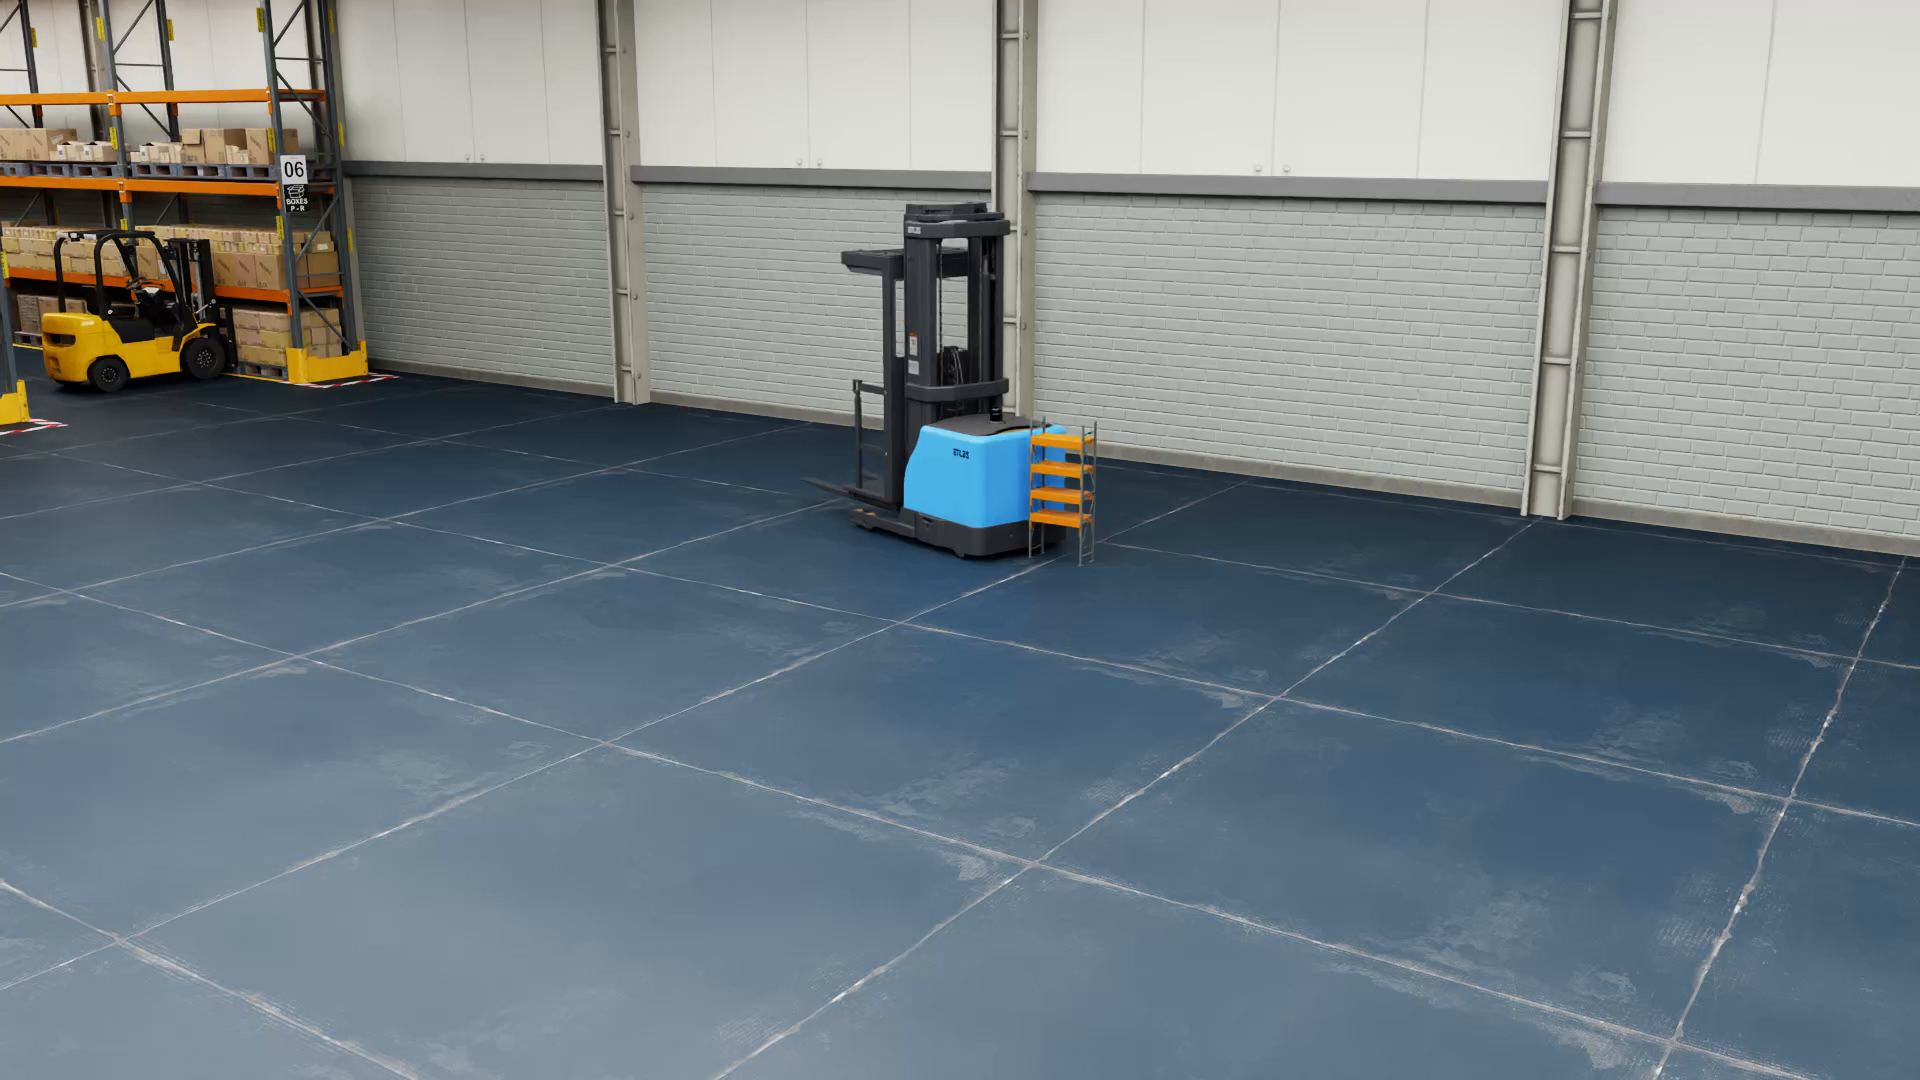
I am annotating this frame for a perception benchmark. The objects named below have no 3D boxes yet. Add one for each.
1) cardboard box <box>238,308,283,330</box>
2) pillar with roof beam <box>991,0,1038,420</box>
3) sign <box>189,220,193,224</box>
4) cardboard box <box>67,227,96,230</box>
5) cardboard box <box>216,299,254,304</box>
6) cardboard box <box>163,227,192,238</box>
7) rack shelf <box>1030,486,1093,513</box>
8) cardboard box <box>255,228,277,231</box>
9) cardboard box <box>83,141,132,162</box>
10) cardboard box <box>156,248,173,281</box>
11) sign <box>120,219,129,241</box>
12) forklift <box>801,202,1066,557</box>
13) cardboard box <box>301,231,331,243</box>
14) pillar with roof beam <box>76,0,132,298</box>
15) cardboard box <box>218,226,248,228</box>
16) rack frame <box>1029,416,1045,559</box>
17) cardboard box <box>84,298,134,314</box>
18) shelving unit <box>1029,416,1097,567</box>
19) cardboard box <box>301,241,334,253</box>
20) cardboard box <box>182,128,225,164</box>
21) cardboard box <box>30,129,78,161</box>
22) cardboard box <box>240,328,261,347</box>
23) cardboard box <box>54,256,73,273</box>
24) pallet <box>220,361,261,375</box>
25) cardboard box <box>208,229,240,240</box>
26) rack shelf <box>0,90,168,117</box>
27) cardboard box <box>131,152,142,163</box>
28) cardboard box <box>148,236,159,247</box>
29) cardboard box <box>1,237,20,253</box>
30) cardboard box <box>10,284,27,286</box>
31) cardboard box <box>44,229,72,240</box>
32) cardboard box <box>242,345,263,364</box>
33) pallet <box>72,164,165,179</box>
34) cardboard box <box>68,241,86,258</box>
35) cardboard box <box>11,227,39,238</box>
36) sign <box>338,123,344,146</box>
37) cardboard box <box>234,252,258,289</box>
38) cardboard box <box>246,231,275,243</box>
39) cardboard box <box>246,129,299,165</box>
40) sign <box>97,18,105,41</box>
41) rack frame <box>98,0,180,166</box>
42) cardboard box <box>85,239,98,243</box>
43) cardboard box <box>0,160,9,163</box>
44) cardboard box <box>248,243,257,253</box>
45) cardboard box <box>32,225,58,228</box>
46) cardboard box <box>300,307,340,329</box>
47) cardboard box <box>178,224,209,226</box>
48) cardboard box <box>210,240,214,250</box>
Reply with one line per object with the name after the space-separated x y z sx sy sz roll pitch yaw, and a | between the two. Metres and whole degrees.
-10.273 -3.262 24.526 0.500 0.250 0.500 10 17 34 | cardboard box
-1.810 -4.558 14.510 0.400 9.000 9.100 9 17 33 | pillar with roof beam
-12.300 -4.947 26.598 0.005 0.325 0.100 9 17 33 | sign
-14.668 -5.144 27.805 0.250 0.149 0.380 9 17 32 | cardboard box
-11.251 -3.569 25.765 0.500 0.250 0.500 9 17 33 | cardboard box
-11.869 -4.679 25.304 0.250 0.149 0.380 10 17 34 | cardboard box
0.861 -0.347 14.009 0.480 0.148 0.258 8 16 31 | rack shelf
-10.304 -4.577 24.894 0.250 0.149 0.380 10 17 35 | cardboard box
-13.345 -6.091 26.047 0.500 0.311 0.500 9 16 31 | cardboard box
-11.945 -4.248 25.532 0.500 0.500 0.500 10 17 34 | cardboard box
-12.903 -4.791 25.691 0.005 0.325 0.100 9 17 33 | sign
-0.372 -1.574 15.081 1.130 2.935 3.031 -11 17 -37 | forklift
-9.449 -4.436 24.325 0.250 0.149 0.380 9 16 32 | cardboard box
-16.745 -6.972 24.261 0.400 9.000 9.100 9 17 33 | pillar with roof beam
-11.130 -4.724 25.488 0.250 0.149 0.380 9 16 32 | cardboard box
0.654 -0.443 14.118 0.015 1.200 0.240 8 16 31 | rack frame
-13.687 -3.602 27.198 0.625 0.625 0.875 9 17 32 | cardboard box
0.861 -0.413 13.993 0.503 1.200 0.258 8 16 31 | shelving unit
-9.426 -4.301 24.399 0.250 0.149 0.380 9 16 31 | cardboard box
-11.051 -5.853 24.688 0.637 0.503 0.797 10 17 35 | cardboard box
-14.618 -6.388 26.855 0.500 0.500 0.500 10 17 34 | cardboard box
-10.278 -3.025 24.608 0.500 0.250 0.500 9 17 32 | cardboard box
-14.421 -4.527 27.179 0.500 0.250 0.500 10 17 35 | cardboard box
-10.956 -2.745 25.473 1.213 0.211 1.003 9 17 33 | pallet
-10.980 -4.559 24.821 0.250 0.149 0.380 9 17 34 | cardboard box
-14.268 -7.014 26.760 4.000 0.370 1.077 9 17 33 | rack shelf
-12.406 -5.843 25.383 0.250 0.149 0.380 10 17 34 | cardboard box
-12.275 -4.611 25.650 0.250 0.149 0.380 10 17 34 | cardboard box
-15.710 -4.970 27.931 0.500 0.250 0.500 9 17 33 | cardboard box
-16.817 -4.464 29.593 0.250 0.149 0.380 8 16 30 | cardboard box
-14.751 -5.005 27.240 0.250 0.149 0.380 10 17 34 | cardboard box
-10.263 -2.779 24.653 0.500 0.250 0.500 9 17 33 | cardboard box
-13.348 -5.856 26.393 1.217 0.209 0.805 8 16 31 | pallet
-14.010 -4.699 26.836 0.500 0.250 0.500 10 17 34 | cardboard box
-15.605 -5.140 27.787 0.250 0.149 0.380 10 17 34 | cardboard box
-8.975 -5.869 24.065 0.005 0.325 0.100 9 17 33 | sign
-10.270 -3.974 24.428 0.500 0.500 0.500 10 17 35 | cardboard box
-10.158 -4.411 24.223 0.250 0.149 0.380 10 17 34 | cardboard box
-9.793 -5.609 23.705 0.500 0.500 0.500 10 17 35 | cardboard box
-12.901 -7.671 24.977 0.005 0.325 0.100 9 17 33 | sign
-12.609 -7.289 25.542 0.127 3.000 1.000 9 17 33 | rack frame
-13.706 -4.825 26.515 0.250 0.149 0.380 9 16 31 | cardboard box
-16.489 -6.317 28.170 0.500 0.250 0.500 9 16 31 | cardboard box
-10.143 -4.270 24.273 0.250 0.149 0.380 10 17 34 | cardboard box
-15.545 -5.274 28.327 0.250 0.149 0.380 10 17 35 | cardboard box
-9.583 -3.297 24.669 0.500 0.250 0.500 9 16 32 | cardboard box
-11.990 -4.861 26.039 0.250 0.149 0.380 9 16 31 | cardboard box
-10.968 -4.413 24.851 0.250 0.149 0.380 9 17 32 | cardboard box
